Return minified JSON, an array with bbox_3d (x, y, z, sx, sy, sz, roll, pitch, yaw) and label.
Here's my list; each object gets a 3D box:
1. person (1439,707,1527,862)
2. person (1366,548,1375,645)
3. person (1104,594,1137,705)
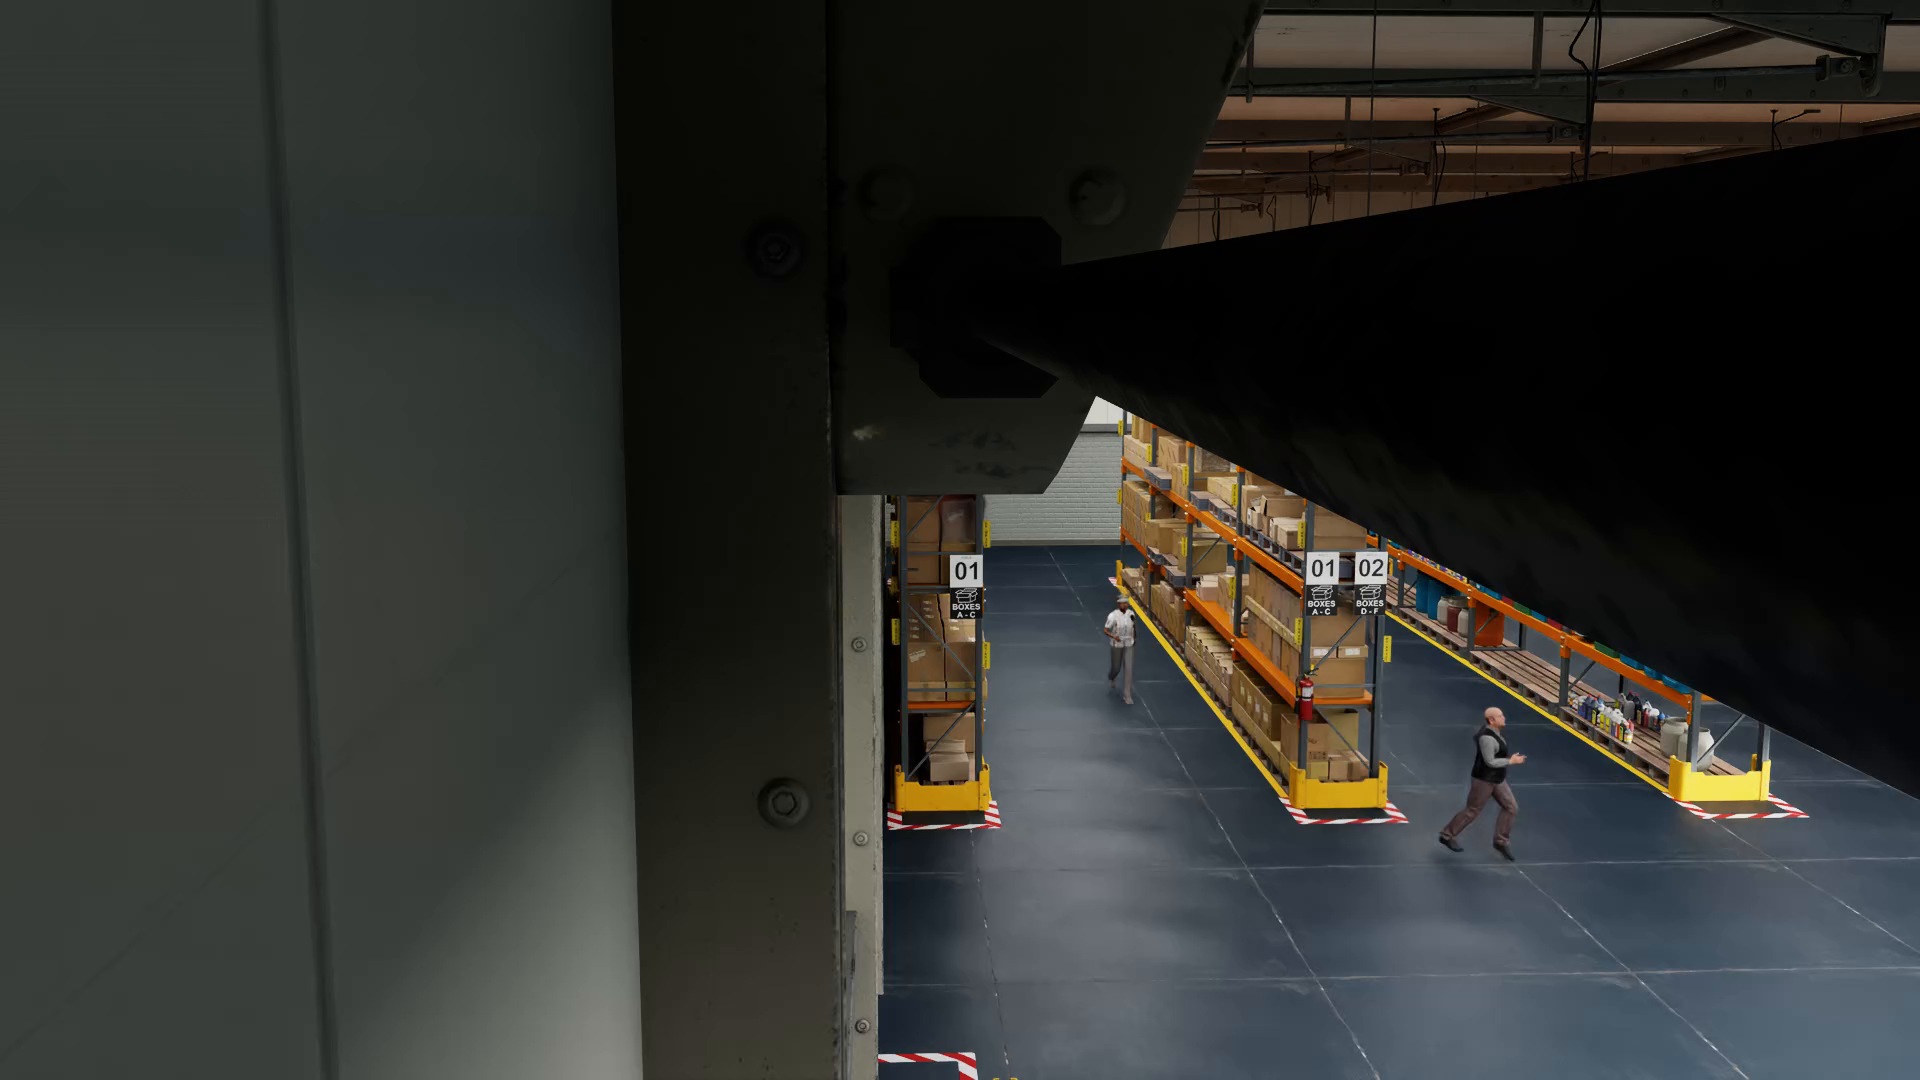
[{"bbox_3d":[5.904,2.731,18.703,0.897,1.773,0.664,5,10,30],"label":"person"},{"bbox_3d":[7.420,1.002,30.420,0.608,1.764,0.909,0,8,-3],"label":"person"},{"bbox_3d":[2.532,1.663,26.064,0.583,1.695,0.919,-2,9,-11],"label":"person"}]
